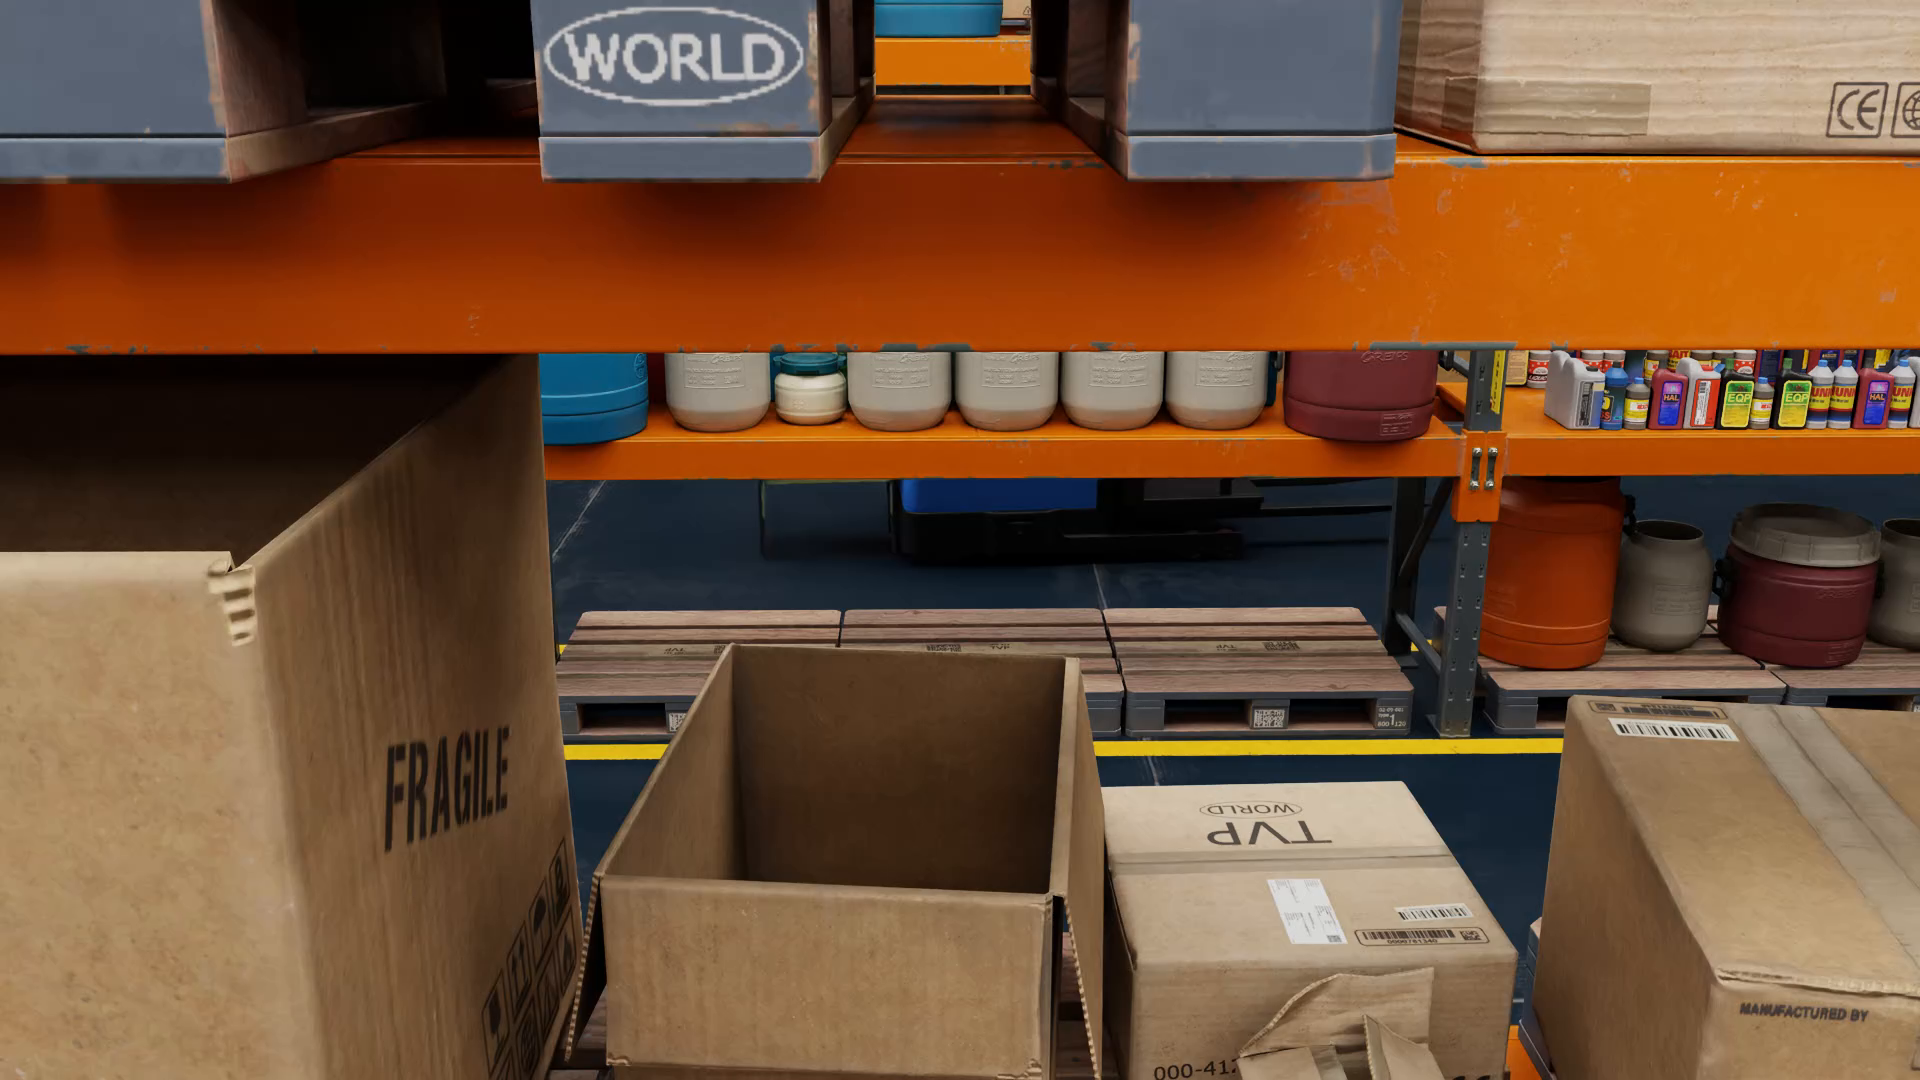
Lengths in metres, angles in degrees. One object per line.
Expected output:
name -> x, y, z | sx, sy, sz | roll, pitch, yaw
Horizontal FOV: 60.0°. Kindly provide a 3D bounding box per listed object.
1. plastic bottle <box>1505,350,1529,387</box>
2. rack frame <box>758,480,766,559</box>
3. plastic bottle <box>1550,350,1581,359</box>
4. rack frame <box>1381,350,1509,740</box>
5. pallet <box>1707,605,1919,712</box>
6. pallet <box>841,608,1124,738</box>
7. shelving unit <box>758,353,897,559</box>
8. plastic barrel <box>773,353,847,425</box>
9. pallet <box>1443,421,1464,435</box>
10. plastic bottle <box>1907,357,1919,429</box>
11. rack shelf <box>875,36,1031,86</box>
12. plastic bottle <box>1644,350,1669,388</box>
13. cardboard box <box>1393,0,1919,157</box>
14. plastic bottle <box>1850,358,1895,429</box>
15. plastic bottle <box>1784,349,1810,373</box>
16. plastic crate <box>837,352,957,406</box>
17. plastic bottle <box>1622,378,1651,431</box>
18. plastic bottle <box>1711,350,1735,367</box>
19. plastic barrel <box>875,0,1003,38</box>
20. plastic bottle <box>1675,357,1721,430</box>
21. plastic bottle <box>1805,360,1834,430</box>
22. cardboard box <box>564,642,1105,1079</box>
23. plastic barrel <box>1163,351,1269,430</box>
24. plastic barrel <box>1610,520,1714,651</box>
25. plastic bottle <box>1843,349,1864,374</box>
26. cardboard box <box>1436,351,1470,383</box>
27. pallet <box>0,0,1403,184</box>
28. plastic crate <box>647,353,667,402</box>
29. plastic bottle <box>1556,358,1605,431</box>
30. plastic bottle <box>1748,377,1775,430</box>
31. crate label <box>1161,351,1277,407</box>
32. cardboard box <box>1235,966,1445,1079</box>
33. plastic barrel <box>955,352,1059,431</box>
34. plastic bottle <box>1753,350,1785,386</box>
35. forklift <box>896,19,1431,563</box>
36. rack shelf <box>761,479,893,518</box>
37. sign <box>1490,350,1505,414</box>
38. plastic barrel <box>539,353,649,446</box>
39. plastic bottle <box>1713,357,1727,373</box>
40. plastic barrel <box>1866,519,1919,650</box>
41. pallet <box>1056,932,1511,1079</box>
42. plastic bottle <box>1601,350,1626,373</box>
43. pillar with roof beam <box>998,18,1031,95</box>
plastic bottle -> 2.460, -0.824, 7.397 | 0.133, 0.283, 0.061 | 0, 18, -1
rack frame -> -1.114, -0.670, 9.181 | 0.023, 1.500, 0.400 | -2, 18, -6
plastic bottle -> 2.691, -0.825, 7.400 | 0.133, 0.283, 0.061 | 0, 18, -1
rack frame -> 2.062, -0.747, 6.967 | 0.127, 3.000, 1.000 | 0, 18, -1
pallet -> 4.067, 0.559, 7.460 | 1.213, 0.211, 1.003 | 0, 18, -1
pallet -> 0.070, 0.577, 7.402 | 1.213, 0.211, 1.003 | 0, 18, -1
shelving unit -> -0.750, -0.681, 9.216 | 0.755, 1.500, 0.431 | -2, 18, -6
plastic barrel -> -0.612, -0.622, 6.802 | 0.301, 0.262, 0.301 | 0, 18, 0
pallet -> 3.952, -0.929, 12.100 | 1.213, 0.211, 1.003 | 0, 18, -1
plastic bottle -> 3.887, -0.598, 6.705 | 0.135, 0.276, 0.152 | 0, 18, -1
rack shelf -> 0.062, -1.824, 6.588 | 4.000, 0.370, 1.077 | 0, 18, -1
plastic bottle -> 3.098, -0.783, 7.402 | 0.097, 0.201, 0.097 | 0, 18, 0
cardboard box -> 0.671, -0.506, 1.550 | 0.500, 0.250, 0.500 | 0, 18, 1
plastic bottle -> 3.656, -0.587, 6.657 | 0.133, 0.283, 0.061 | 0, 18, -1
plastic bottle -> 3.762, -0.850, 7.366 | 0.185, 0.351, 0.144 | 0, 18, -1
plastic crate -> -0.201, -0.722, 7.234 | 0.662, 0.188, 0.450 | 0, 18, -1
plastic bottle -> 2.714, -0.549, 6.673 | 0.097, 0.201, 0.097 | 0, 18, 0
plastic bottle -> 3.390, -0.784, 7.406 | 0.097, 0.201, 0.097 | 0, 18, 0
plastic barrel -> -0.124, -2.470, 6.606 | 0.708, 0.901, 0.600 | 0, 18, -1
plastic bottle -> 2.962, -0.594, 6.691 | 0.135, 0.276, 0.152 | 0, 18, -1
plastic bottle -> 3.443, -0.586, 6.673 | 0.097, 0.271, 0.097 | 0, 18, 0
cardboard box -> -0.127, 0.499, 2.225 | 0.637, 0.503, 0.797 | 2, 18, 5
plastic barrel -> 1.037, -0.730, 6.731 | 0.421, 0.512, 0.421 | 0, 18, 0
plastic barrel -> 3.114, 0.200, 7.400 | 0.421, 0.512, 0.421 | 0, 18, 0
plastic bottle -> 3.922, -0.813, 7.361 | 0.133, 0.283, 0.061 | 0, 18, -1
cardboard box -> 3.472, -1.200, 11.748 | 0.500, 0.500, 0.500 | -1, 18, -2
pallet -> -0.203, -0.531, 1.688 | 1.003, 0.211, 1.213 | 0, 18, -1
plastic crate -> -1.458, -0.854, 7.195 | 0.583, 0.464, 0.402 | 0, 18, -1
plastic bottle -> 2.500, -0.592, 6.684 | 0.135, 0.276, 0.152 | 0, 18, -1
plastic bottle -> 3.212, -0.551, 6.680 | 0.097, 0.201, 0.097 | 0, 18, 0
crate label -> 1.064, -0.842, 7.204 | 0.616, 0.435, 0.502 | 0, 18, -1
cardboard box -> 0.477, 0.720, 1.925 | 0.258, 0.266, 0.396 | -1, 18, -2
plastic barrel -> 0.189, -0.736, 6.709 | 0.433, 0.535, 0.433 | 0, 18, 0
plastic bottle -> 3.603, -0.830, 7.414 | 0.133, 0.283, 0.061 | 0, 18, -1
forklift -> 1.145, -1.443, 9.247 | 3.031, 2.935, 1.130 | -2, 18, -6
rack shelf -> -0.750, -0.371, 9.316 | 0.720, 0.370, 0.431 | -2, 18, -6
sign -> 2.078, -0.657, 6.418 | 0.005, 0.325, 0.100 | 0, 18, -1
plastic barrel -> -1.546, -0.876, 6.547 | 0.708, 0.901, 0.600 | 0, 18, -1
plastic bottle -> 3.078, -0.602, 6.726 | 0.097, 0.271, 0.097 | 0, 18, 0
plastic barrel -> 4.243, 0.194, 7.417 | 0.421, 0.512, 0.421 | 0, 18, 0
pallet -> 0.162, 0.879, 2.212 | 1.213, 0.211, 1.003 | 0, 18, -1
plastic bottle -> 2.904, -0.782, 7.399 | 0.097, 0.201, 0.097 | 0, 18, 0
pillar with roof beam -> 0.660, -5.573, 12.188 | 0.400, 9.000, 9.100 | 0, 18, -1
